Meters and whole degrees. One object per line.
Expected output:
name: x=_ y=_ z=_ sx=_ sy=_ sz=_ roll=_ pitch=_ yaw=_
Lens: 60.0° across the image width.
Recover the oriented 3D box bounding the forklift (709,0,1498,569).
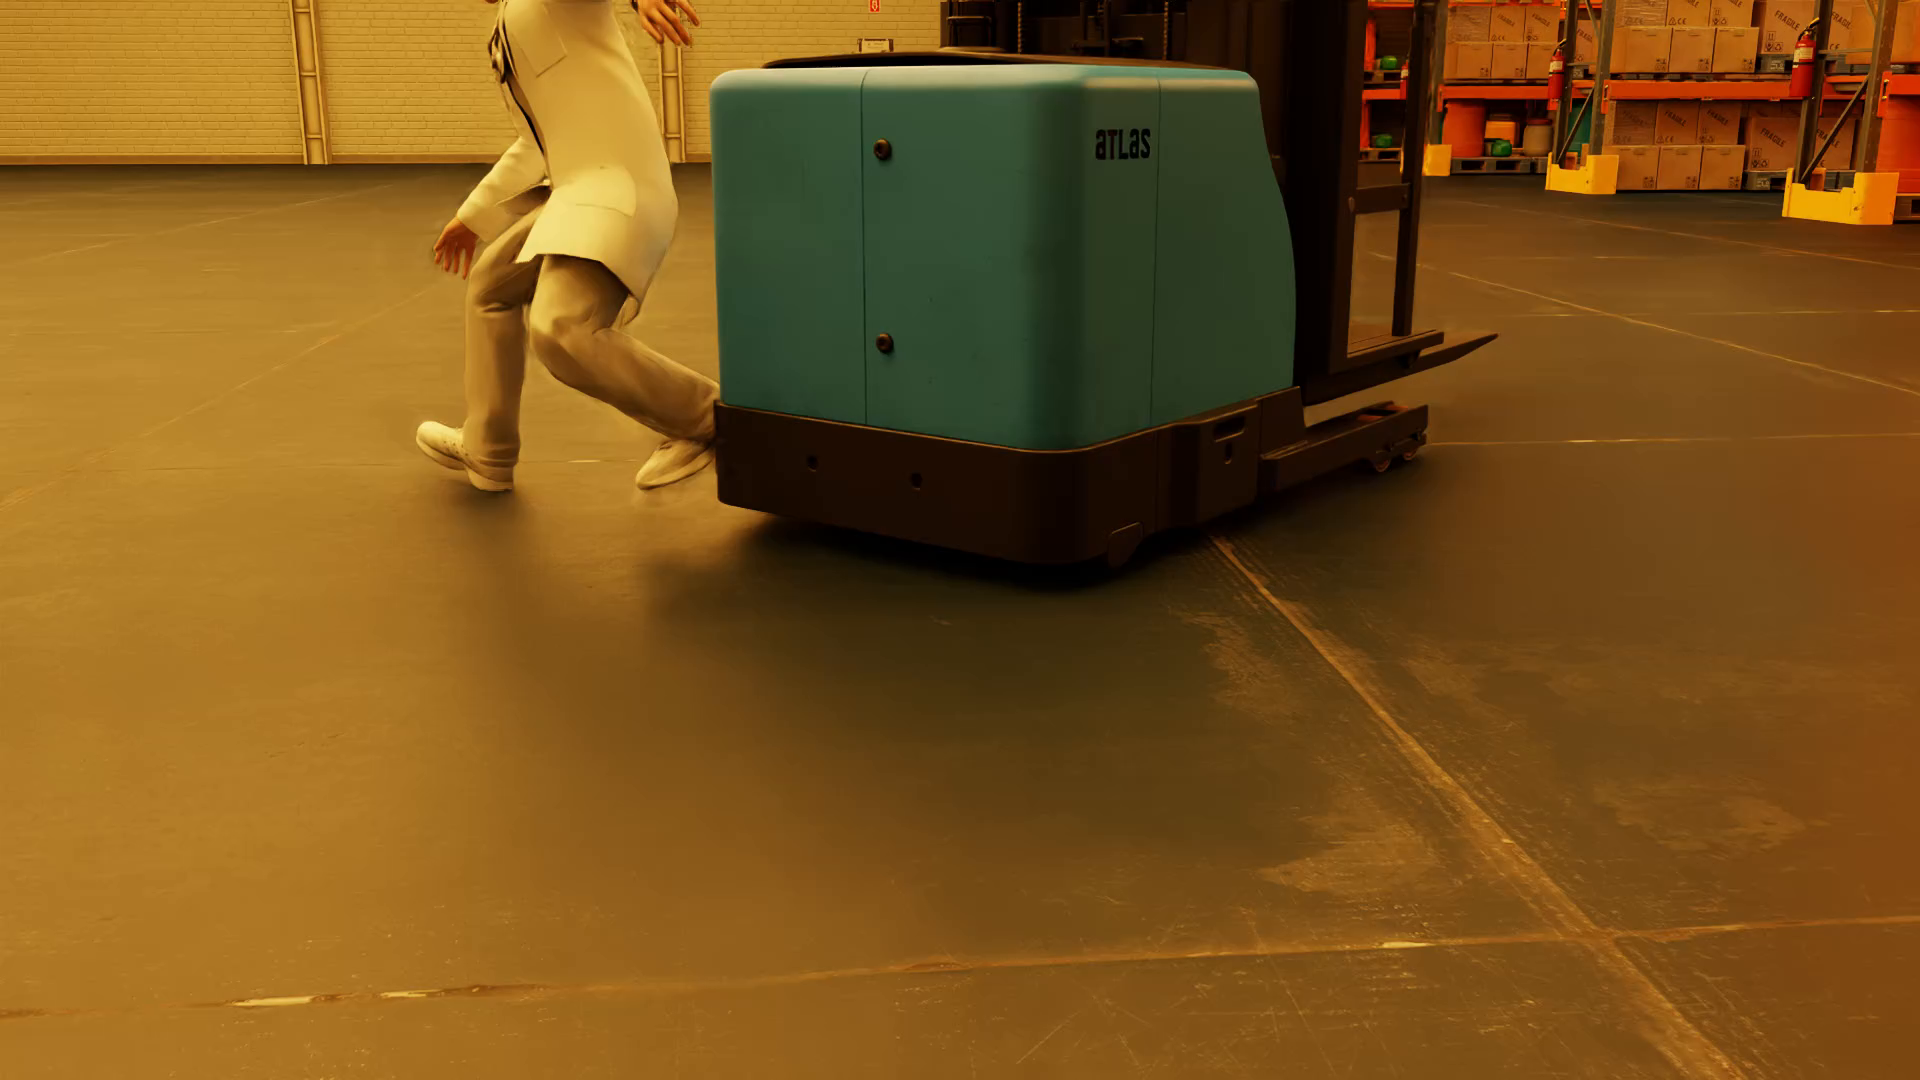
forklift: x=0.702 y=-1.672 z=4.531 sx=1.130 sy=2.935 sz=3.031 roll=11 pitch=18 yaw=36

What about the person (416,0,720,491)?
person: x=-0.935 y=-0.799 z=4.064 sx=0.787 sy=1.511 sz=1.232 roll=-6 pitch=16 yaw=-20
